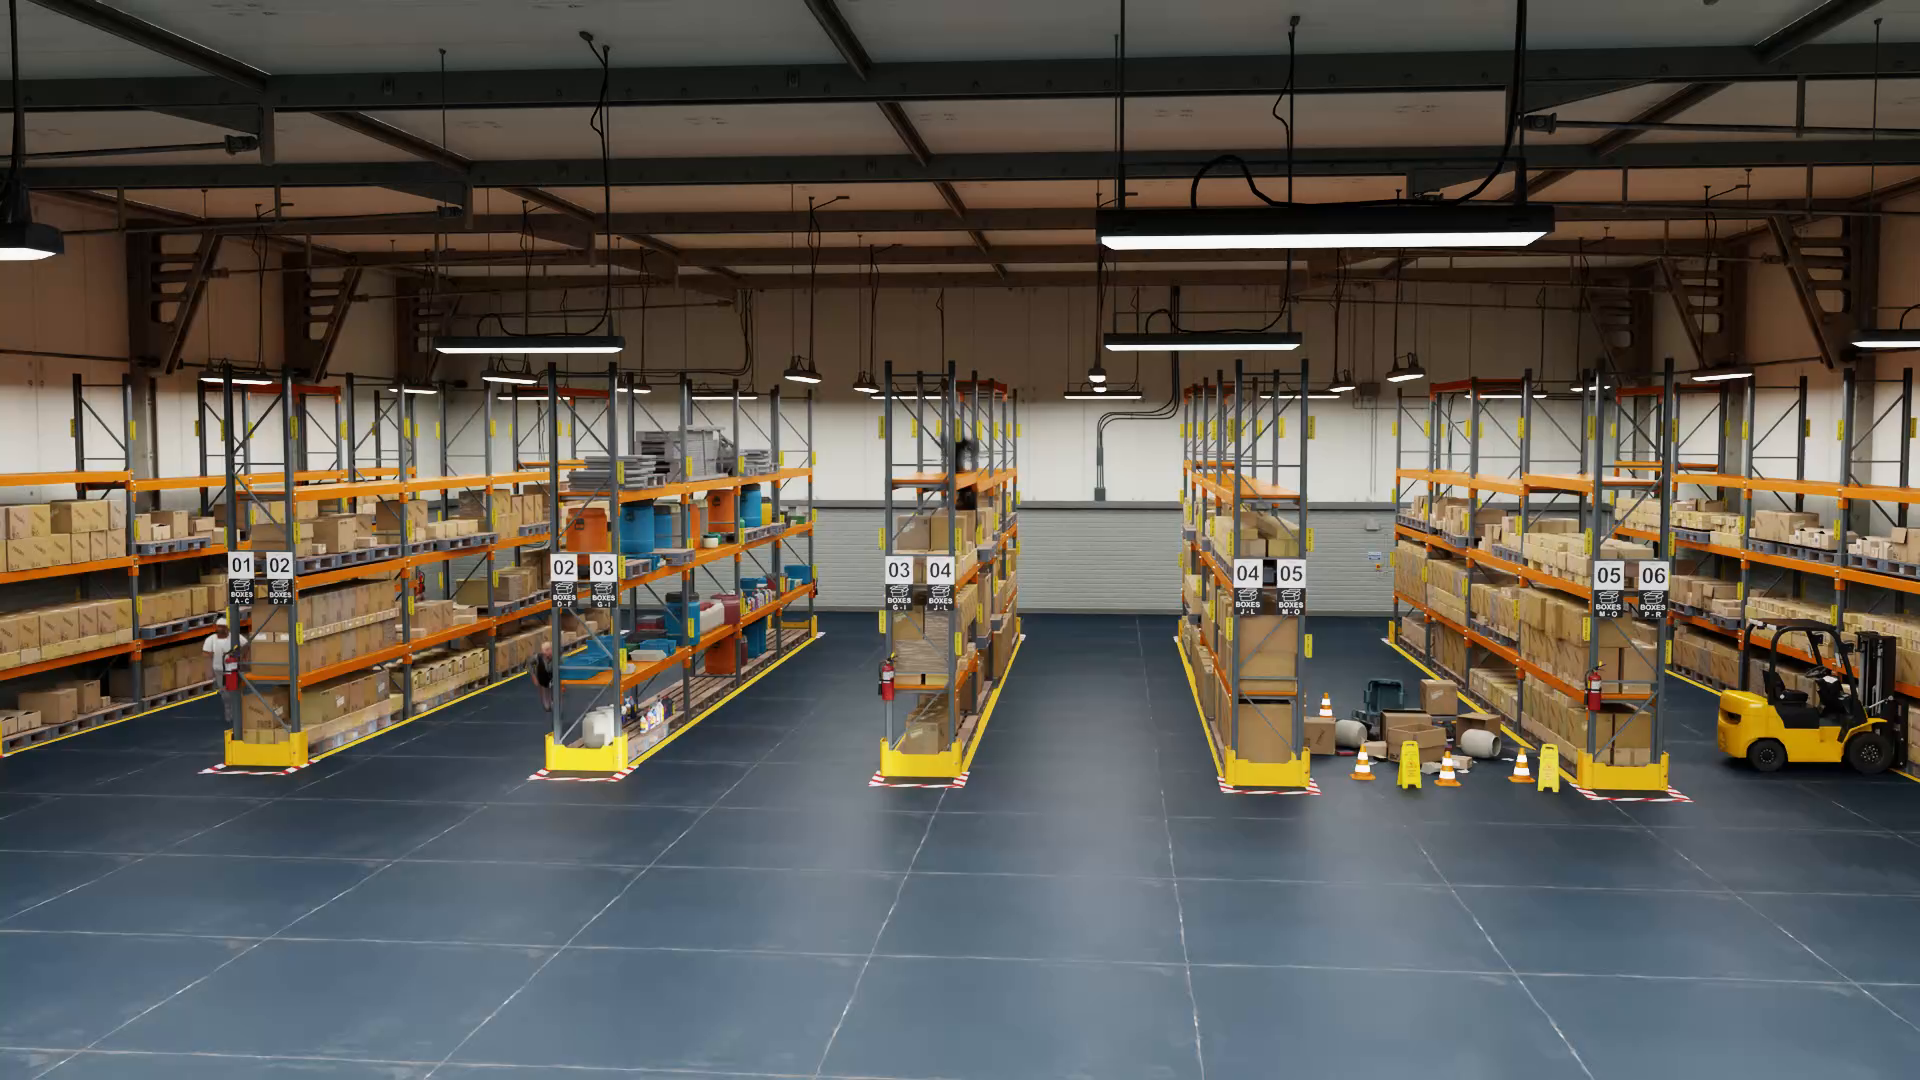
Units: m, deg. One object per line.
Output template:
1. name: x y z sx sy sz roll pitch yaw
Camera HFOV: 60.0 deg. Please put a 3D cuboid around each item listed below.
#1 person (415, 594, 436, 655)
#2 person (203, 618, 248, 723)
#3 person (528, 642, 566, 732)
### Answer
1. person: -11.203 1.916 34.747 0.656 1.610 0.776 0 4 -6
2. person: -12.693 2.239 28.698 0.653 1.812 0.833 0 4 -4
3. person: -6.825 2.429 27.604 0.682 1.543 0.830 0 4 -1
